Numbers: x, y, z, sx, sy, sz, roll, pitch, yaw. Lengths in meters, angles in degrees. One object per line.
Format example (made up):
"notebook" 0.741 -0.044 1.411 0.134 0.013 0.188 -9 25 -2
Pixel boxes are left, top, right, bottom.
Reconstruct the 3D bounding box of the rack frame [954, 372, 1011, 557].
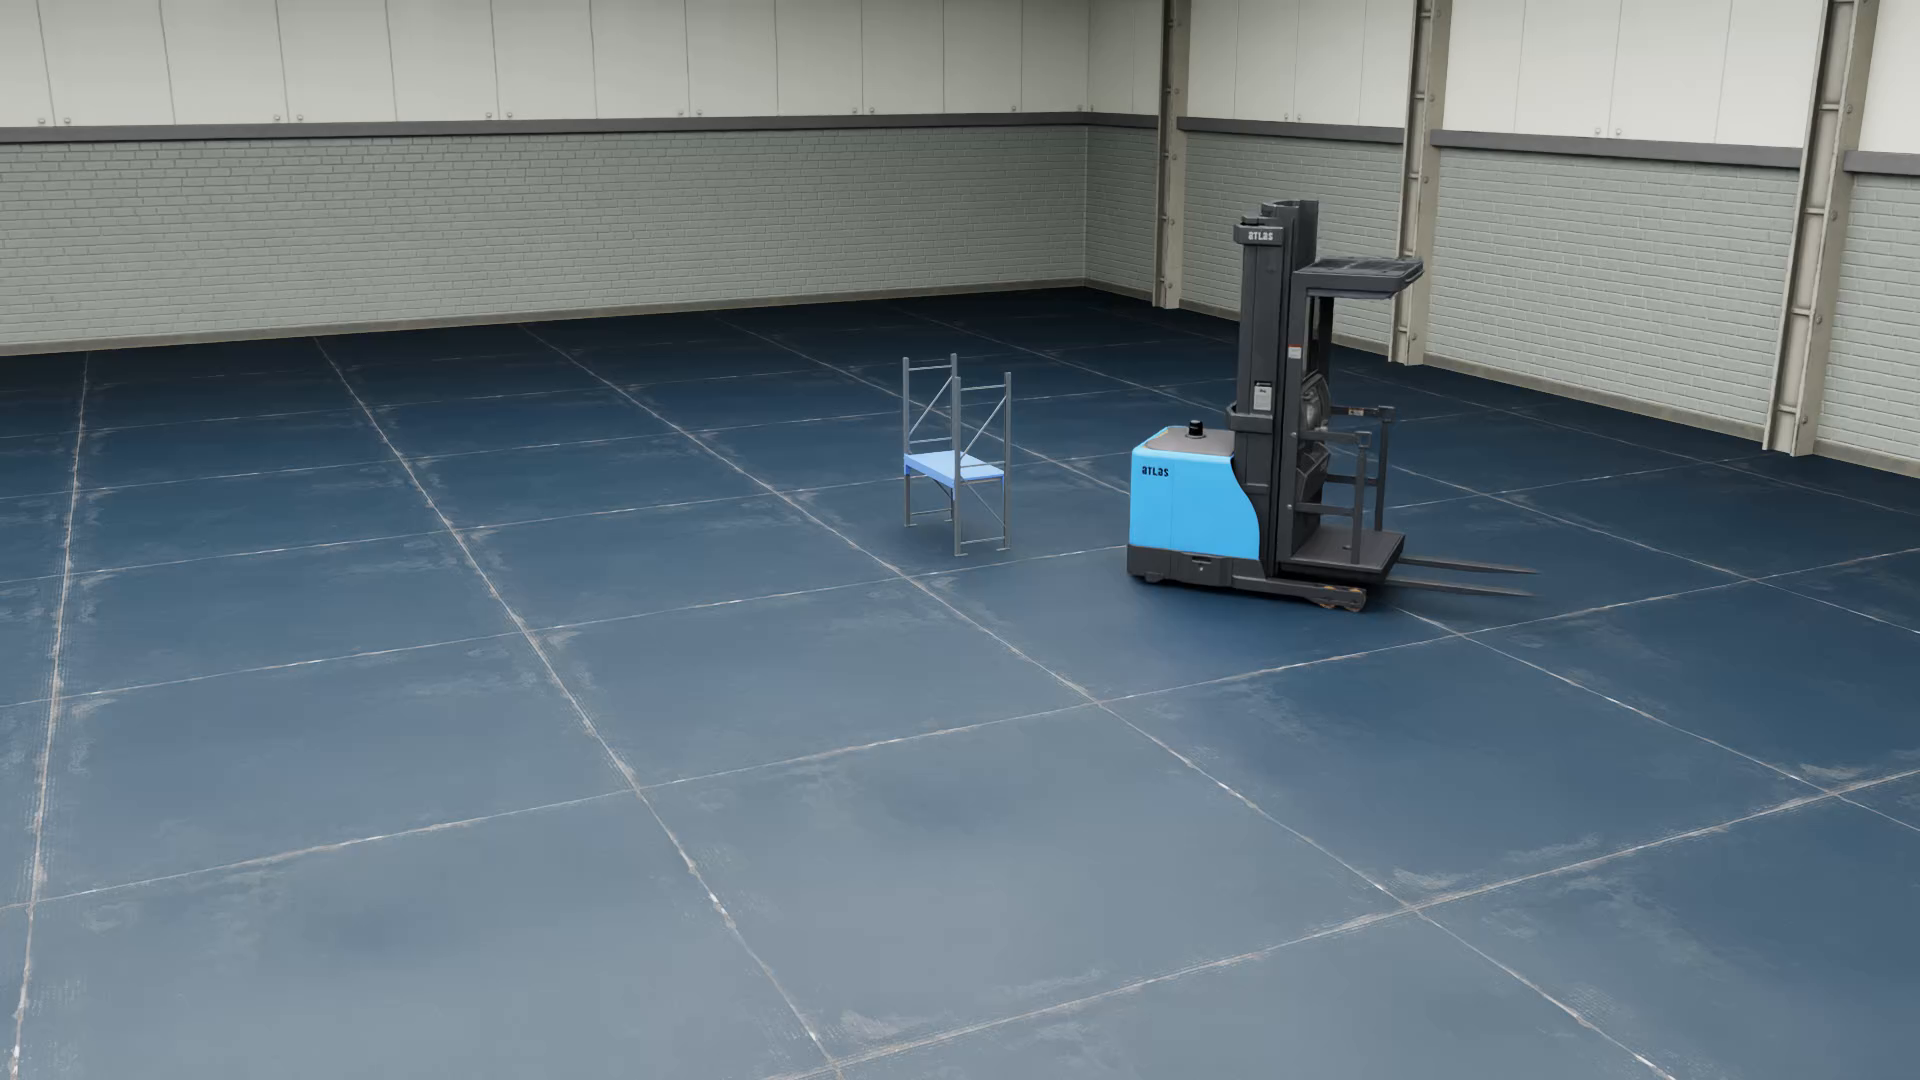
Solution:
"rack frame" 0.185 -0.616 13.678 0.500 1.500 0.032 -8 18 -25

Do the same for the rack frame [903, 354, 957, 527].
"rack frame" -0.260 -0.868 14.557 0.500 1.500 0.032 -8 18 -25

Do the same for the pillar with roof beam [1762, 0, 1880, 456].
"pillar with roof beam" 4.847 -4.739 14.452 9.100 9.000 0.400 -8 18 -25

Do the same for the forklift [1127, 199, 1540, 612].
"forklift" 2.880 -1.042 12.568 3.031 2.935 1.130 7 17 22

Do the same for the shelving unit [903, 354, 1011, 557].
"shelving unit" -0.037 -0.742 14.117 0.538 1.500 1.048 -8 18 -25

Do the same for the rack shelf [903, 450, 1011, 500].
"rack shelf" -0.037 -0.569 14.167 0.538 0.185 1.000 -8 18 -25

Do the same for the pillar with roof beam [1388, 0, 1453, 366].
"pillar with roof beam" 2.218 -6.227 19.636 9.100 9.000 0.400 -8 18 -25

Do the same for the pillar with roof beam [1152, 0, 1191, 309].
"pillar with roof beam" -0.411 -7.715 24.821 9.100 9.000 0.400 -8 18 -25
